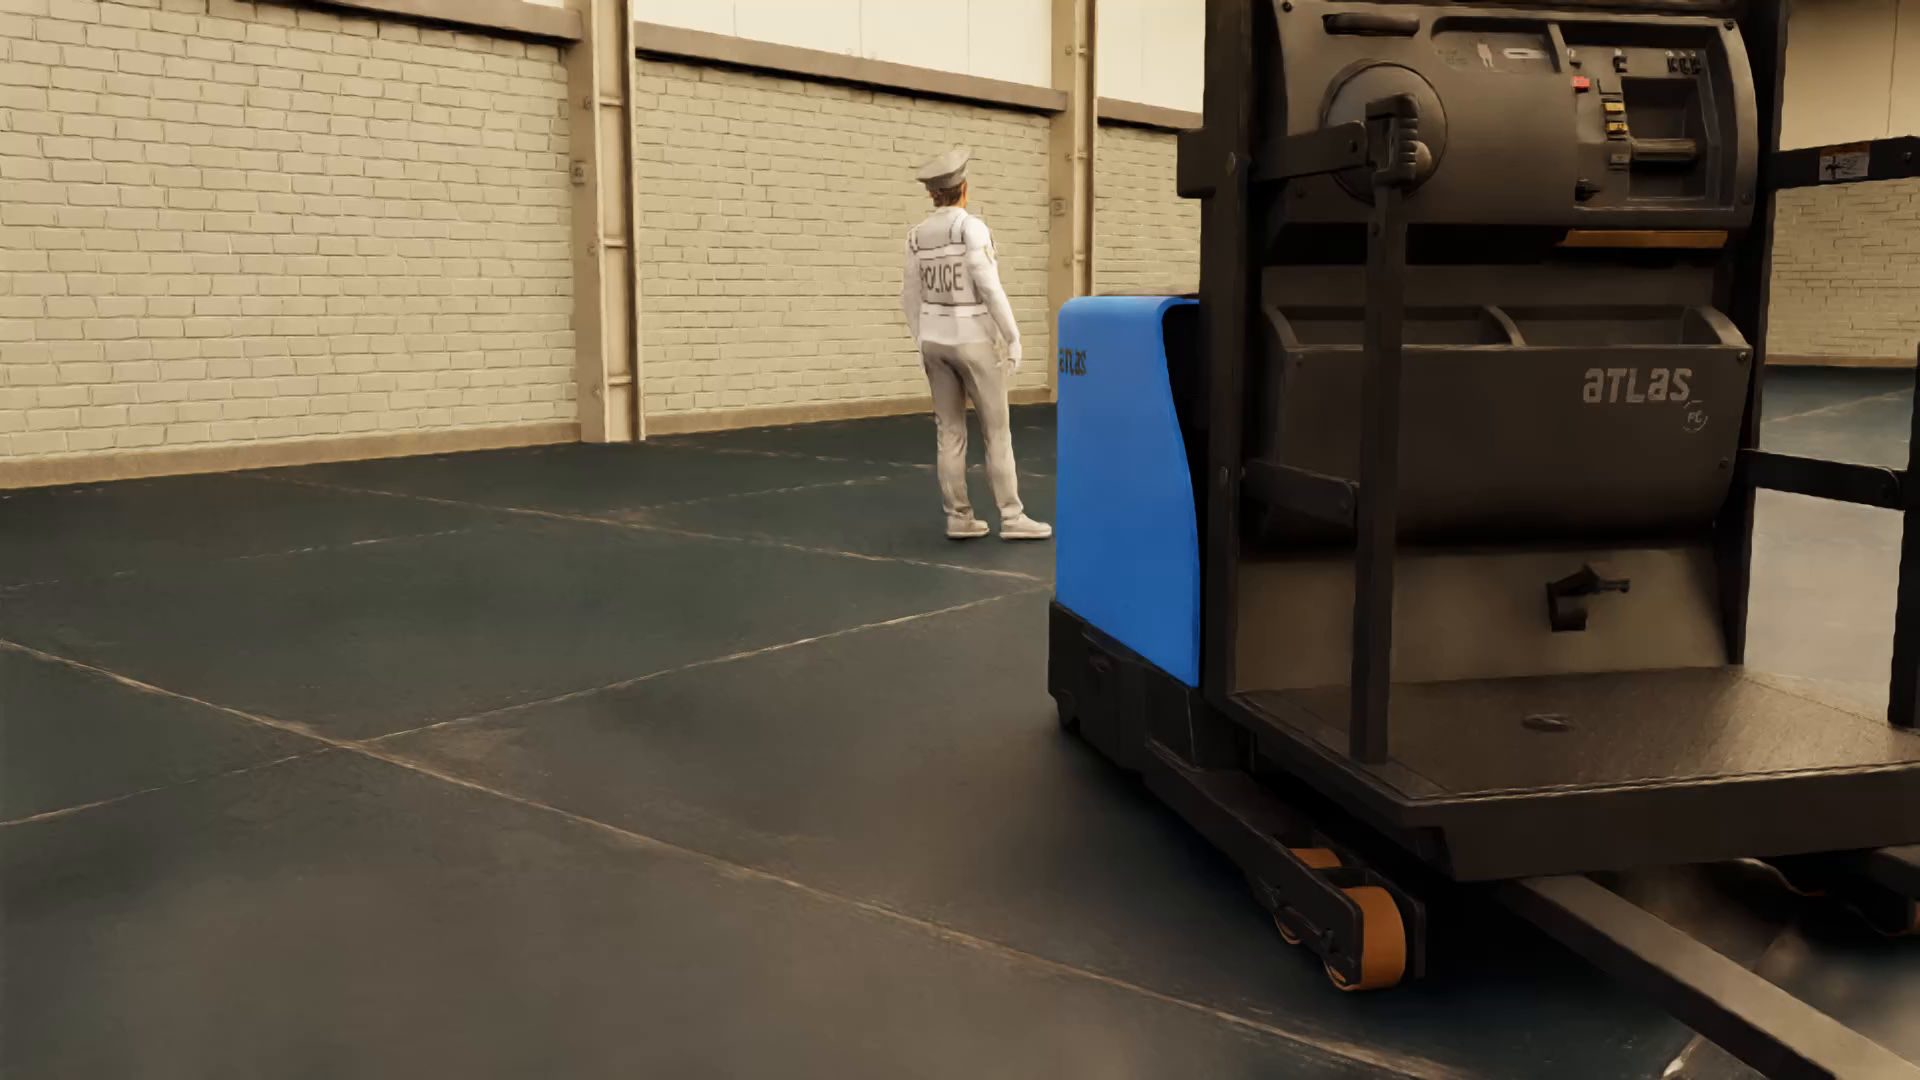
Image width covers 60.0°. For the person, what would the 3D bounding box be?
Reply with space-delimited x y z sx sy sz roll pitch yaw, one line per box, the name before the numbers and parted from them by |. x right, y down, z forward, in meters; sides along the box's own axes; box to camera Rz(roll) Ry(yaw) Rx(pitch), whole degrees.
person | 0.048 -0.853 7.329 0.586 1.695 0.533 7 11 38

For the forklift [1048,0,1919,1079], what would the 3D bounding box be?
forklift | 1.054 -0.805 2.784 1.130 2.935 3.031 -2 9 -13
